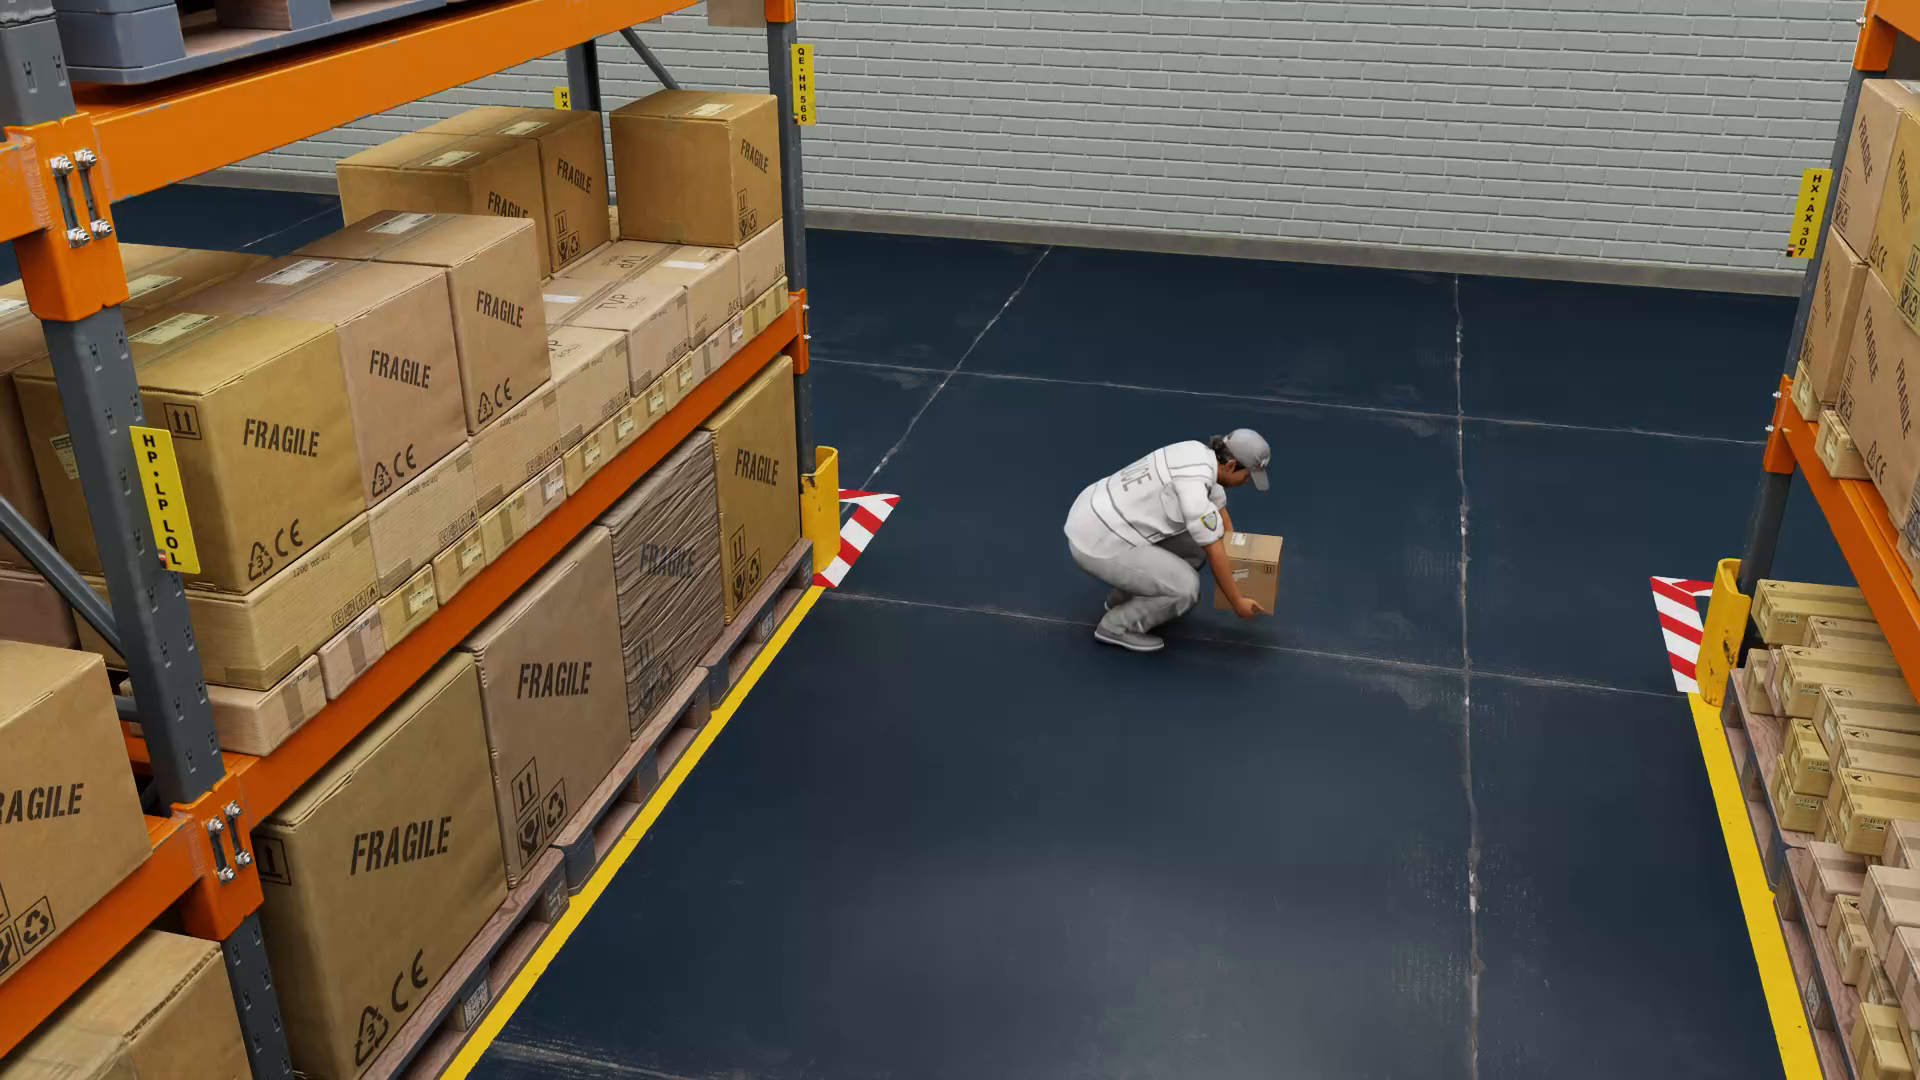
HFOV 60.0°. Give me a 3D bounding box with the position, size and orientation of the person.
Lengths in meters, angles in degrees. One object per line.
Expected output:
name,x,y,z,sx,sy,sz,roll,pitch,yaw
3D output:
person,0.879,-0.025,7.005,0.866,0.954,0.509,6,26,12
